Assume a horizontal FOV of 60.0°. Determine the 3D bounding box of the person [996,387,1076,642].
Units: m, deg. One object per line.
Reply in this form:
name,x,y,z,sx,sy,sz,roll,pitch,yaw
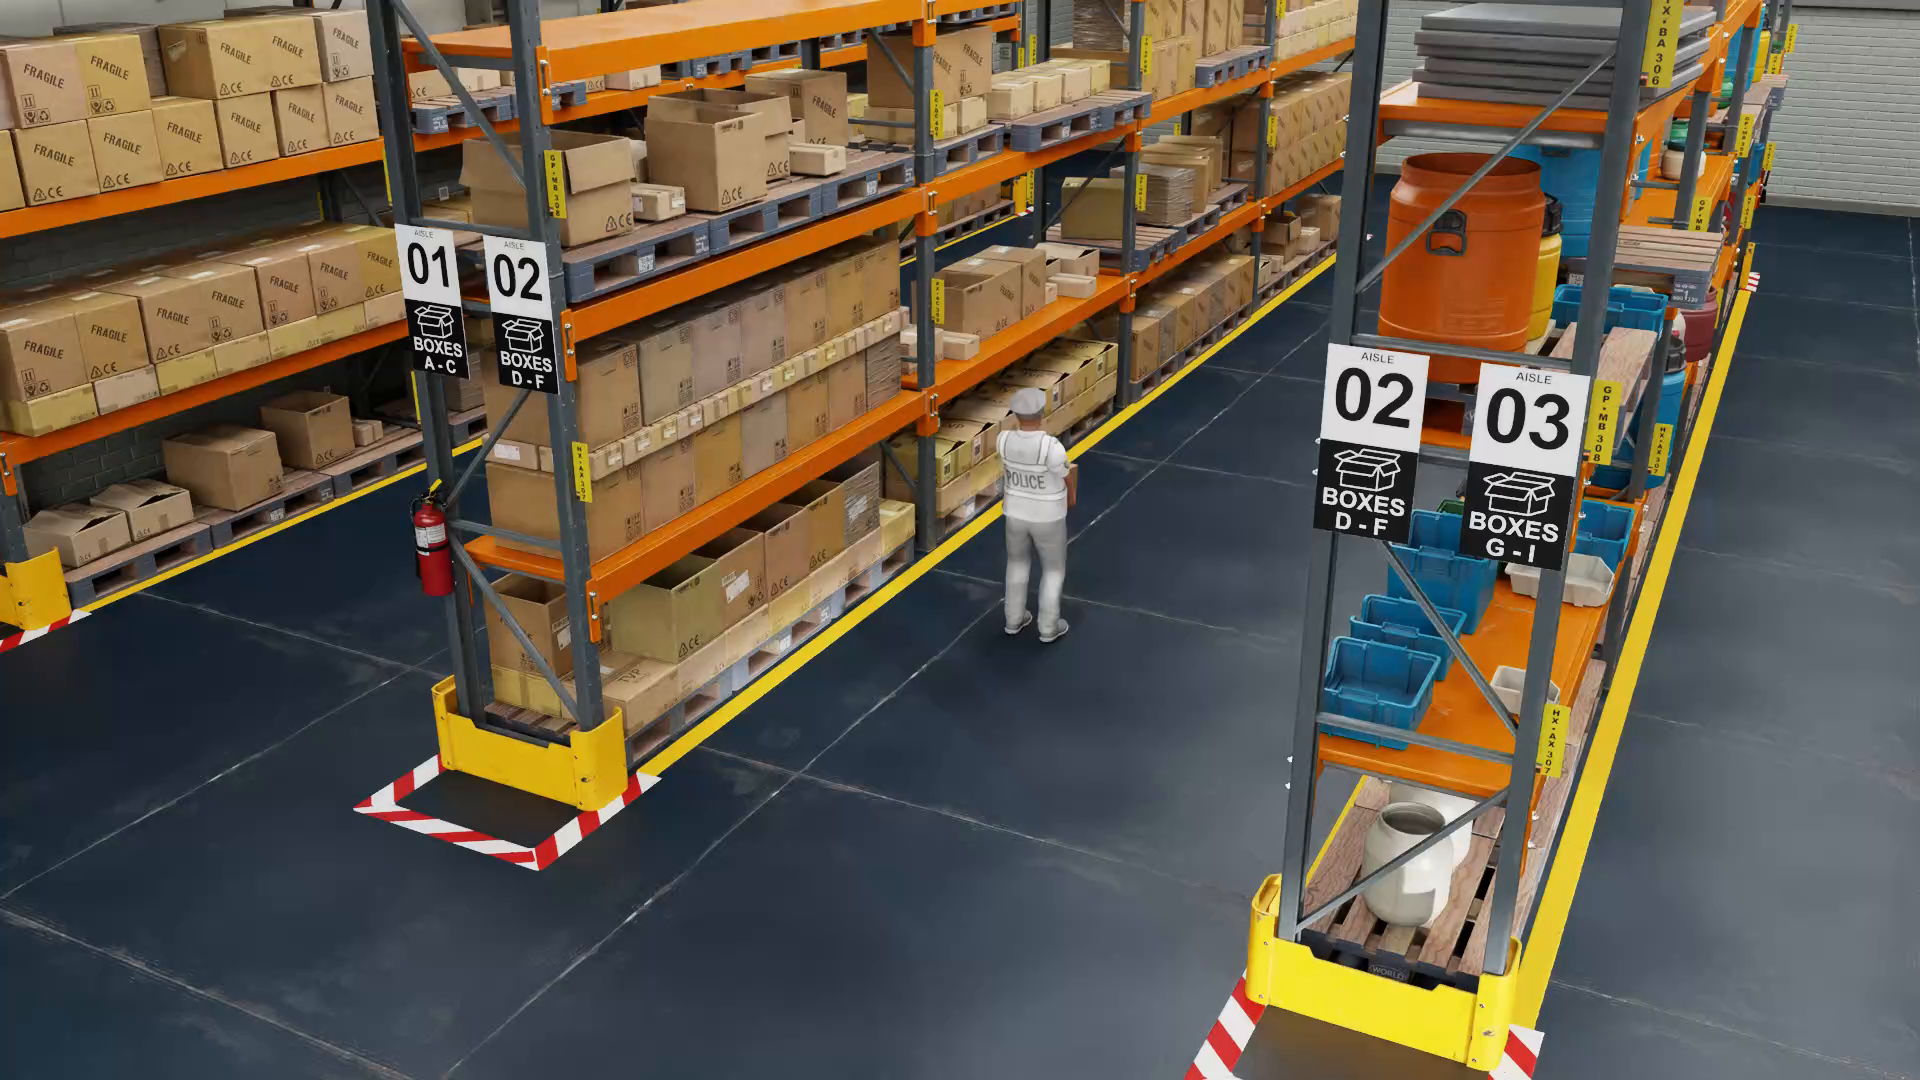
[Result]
person,0.527,-0.205,11.212,0.494,1.767,0.573,11,25,25
